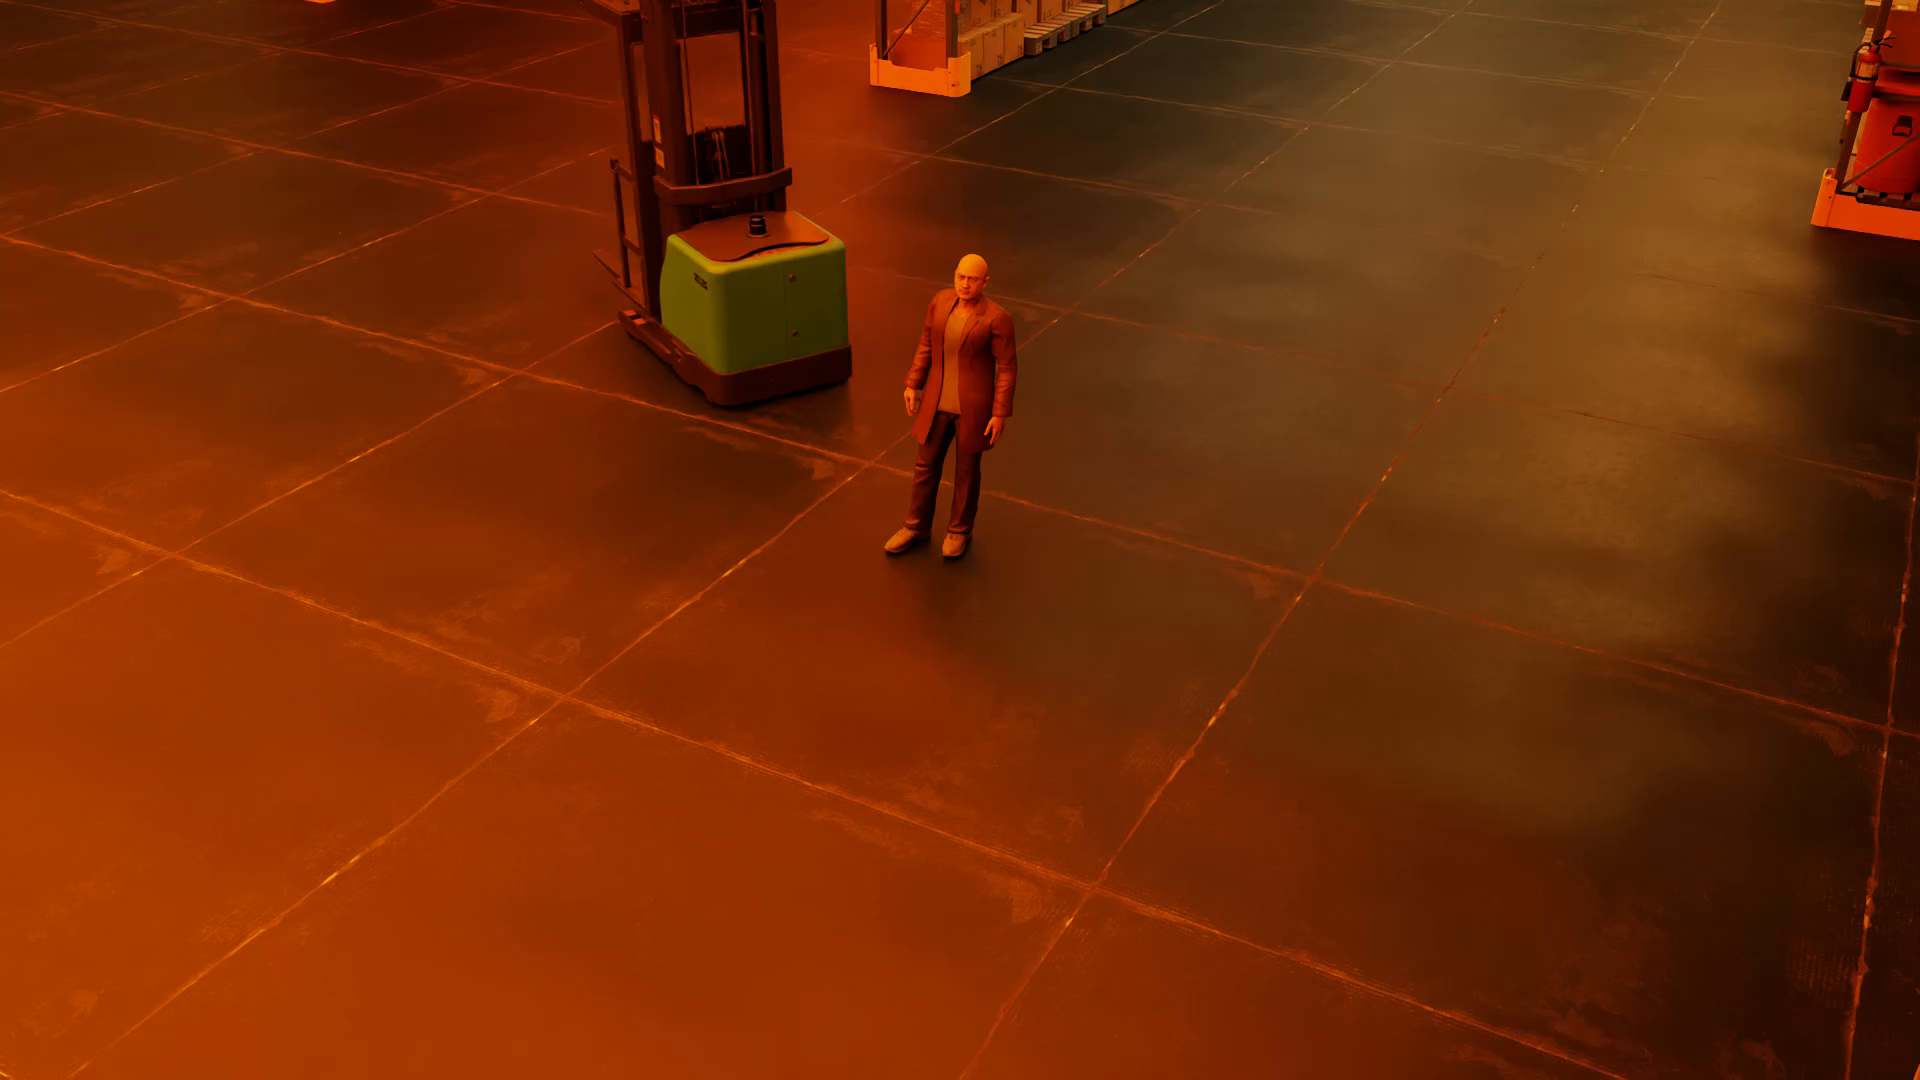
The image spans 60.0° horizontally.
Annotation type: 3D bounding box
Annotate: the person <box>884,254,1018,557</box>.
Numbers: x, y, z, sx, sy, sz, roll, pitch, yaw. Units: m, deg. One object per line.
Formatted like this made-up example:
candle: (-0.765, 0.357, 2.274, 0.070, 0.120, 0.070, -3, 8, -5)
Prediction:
person: (-0.048, -0.738, 9.488, 0.696, 1.775, 0.582, 15, 33, 25)

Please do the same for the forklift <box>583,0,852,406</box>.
forklift: (-1.960, -2.891, 12.081, 1.130, 2.935, 3.031, -17, 34, -26)
